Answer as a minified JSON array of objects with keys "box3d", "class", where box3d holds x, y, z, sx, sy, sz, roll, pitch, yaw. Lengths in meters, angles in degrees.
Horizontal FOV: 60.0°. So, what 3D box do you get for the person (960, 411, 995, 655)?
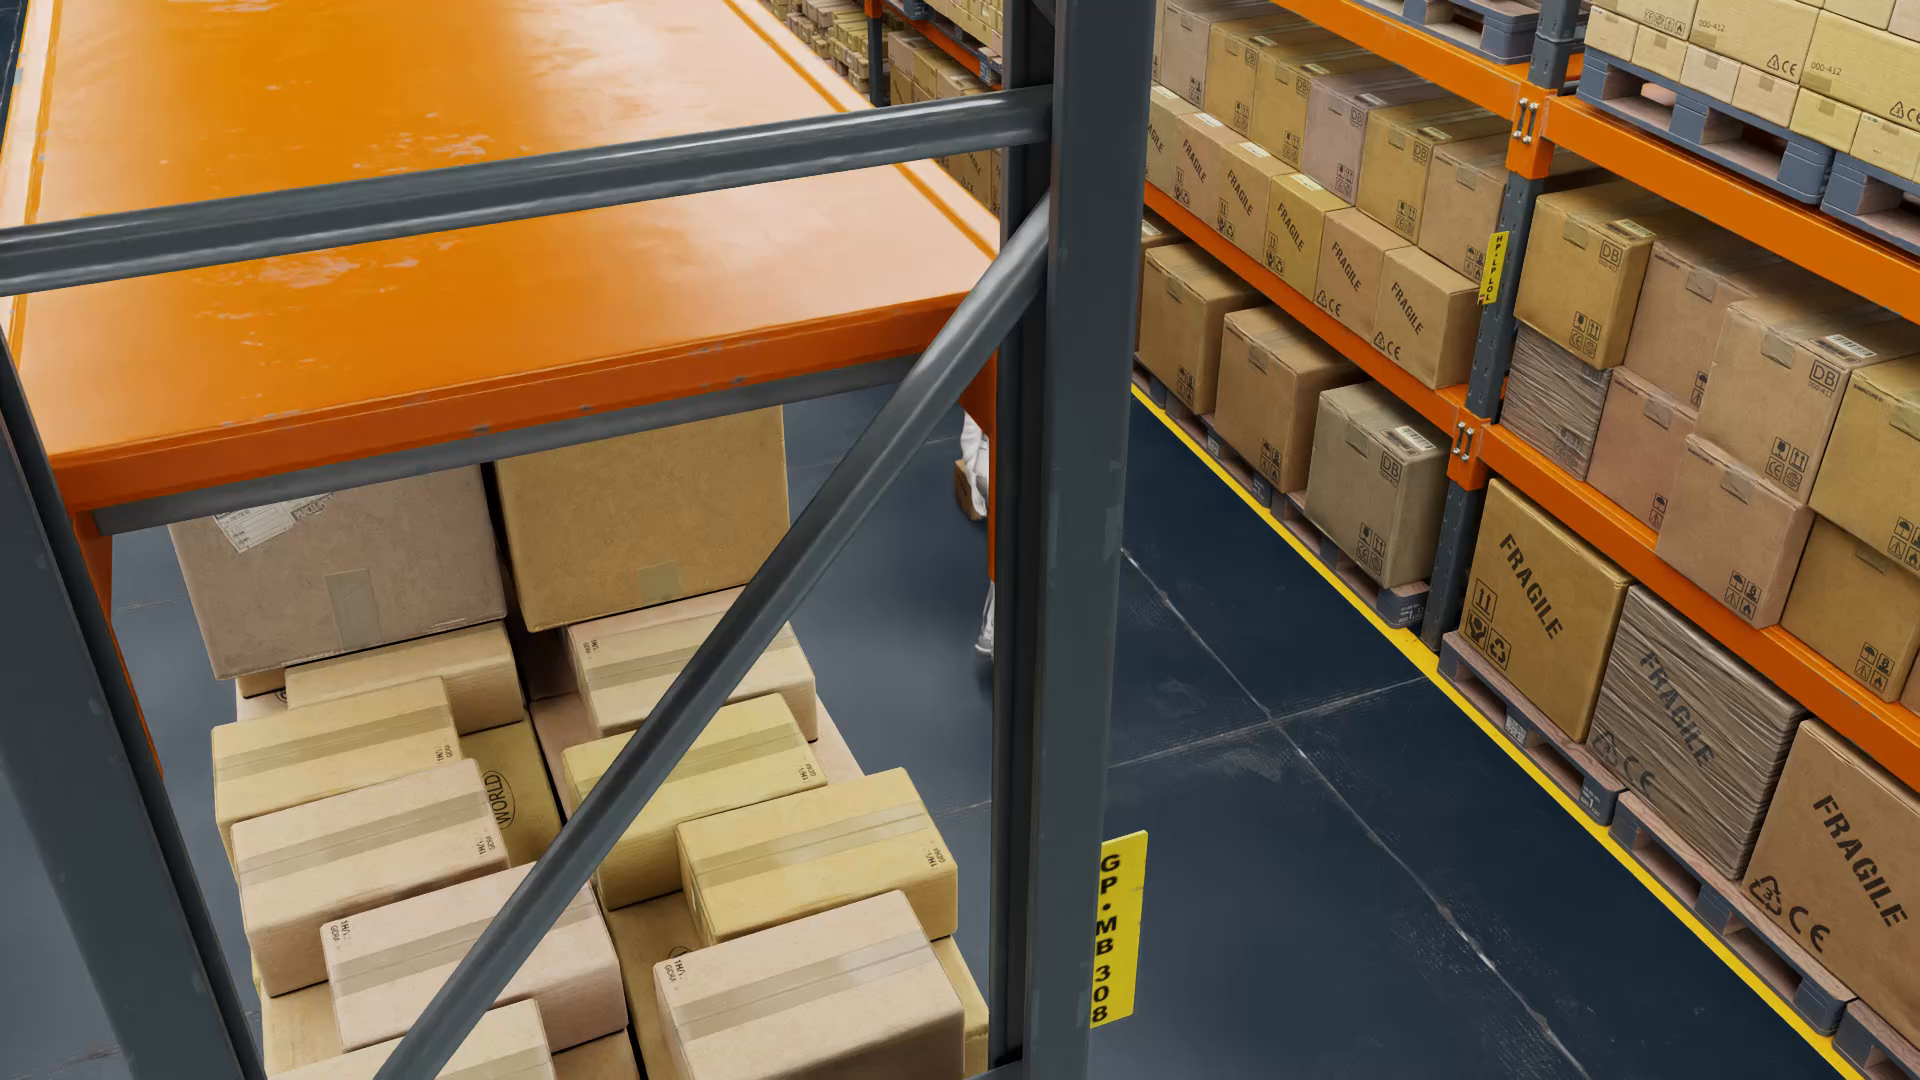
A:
[{"box3d":[0.243,-0.288,7.961,0.471,1.620,0.970,14,36,20],"class":"person"}]
